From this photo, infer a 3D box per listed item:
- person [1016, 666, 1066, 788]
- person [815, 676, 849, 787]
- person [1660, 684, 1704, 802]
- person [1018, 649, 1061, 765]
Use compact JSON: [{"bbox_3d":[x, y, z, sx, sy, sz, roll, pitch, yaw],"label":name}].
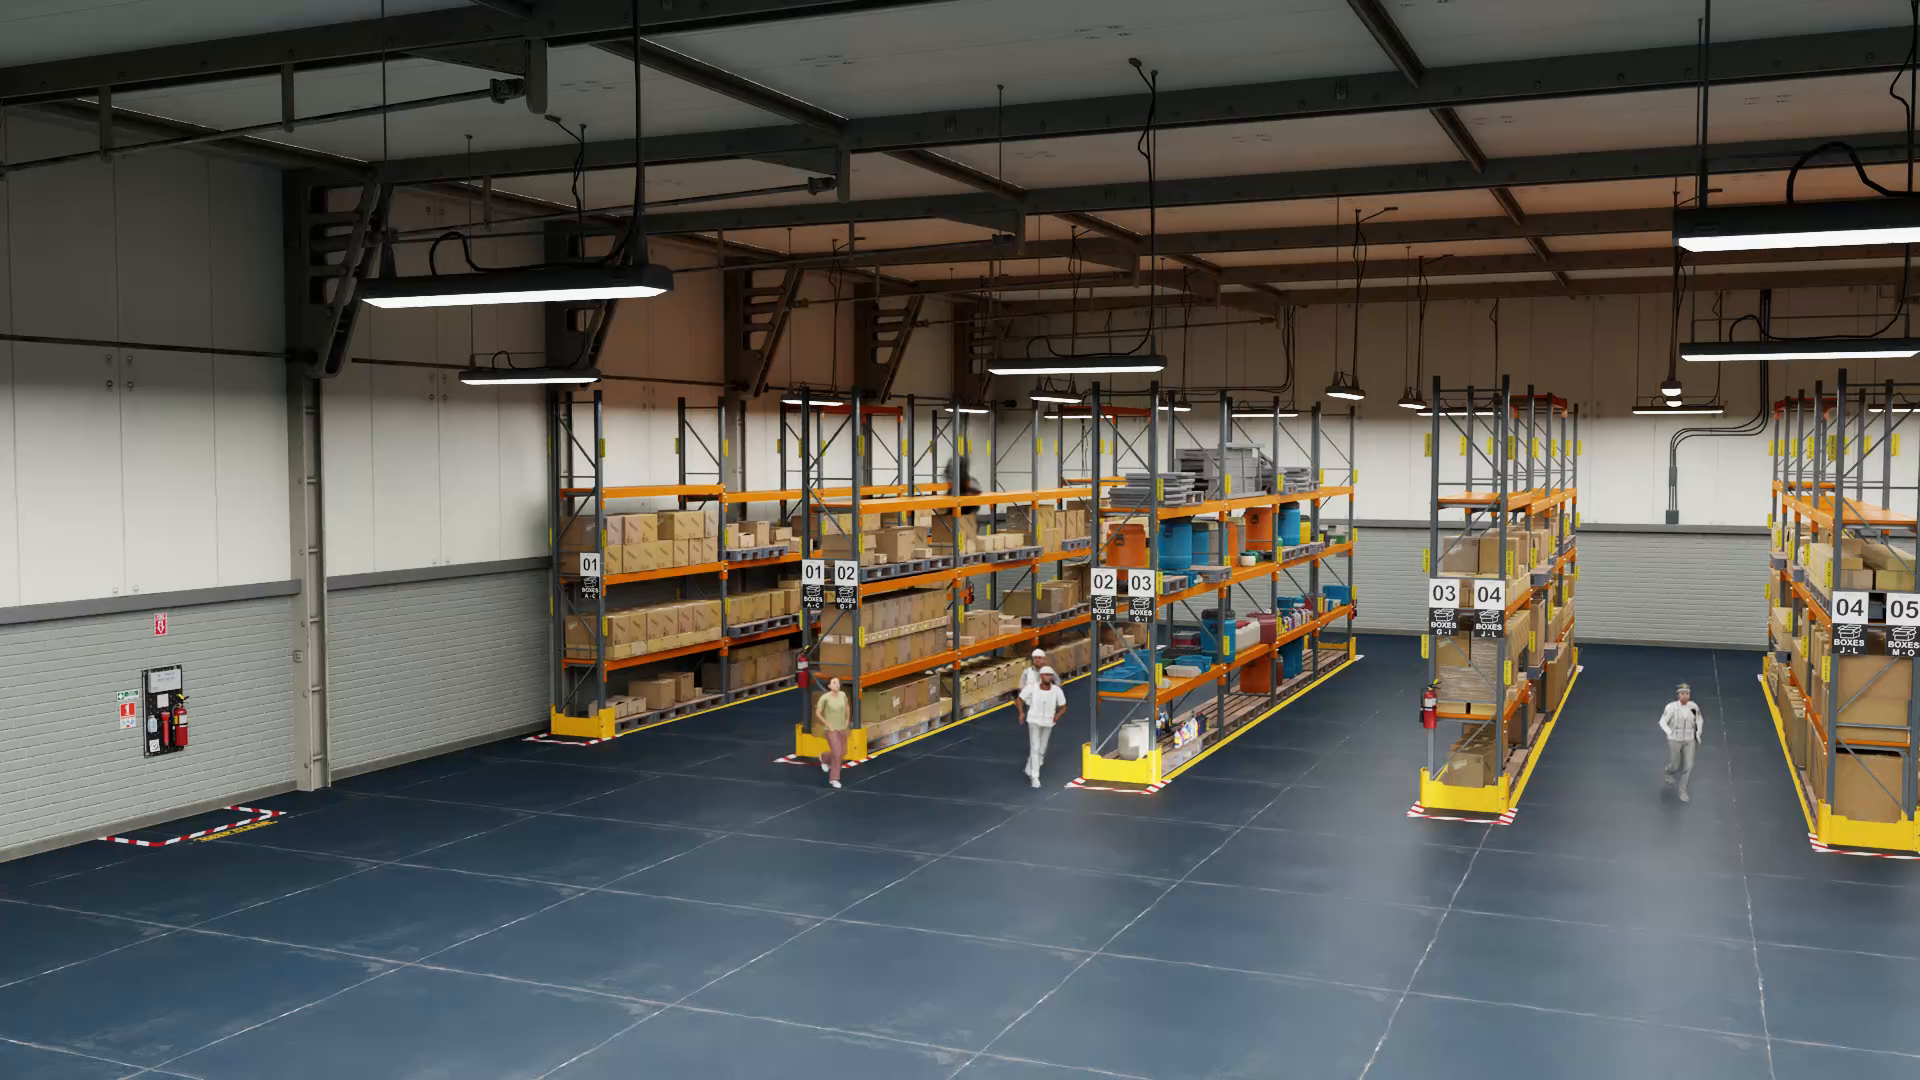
[{"bbox_3d":[1.230,2.760,24.904,0.732,1.757,0.823,-1,3,-11],"label":"person"},{"bbox_3d":[-1.916,2.826,24.784,0.590,1.657,0.630,-2,4,-35],"label":"person"},{"bbox_3d":[10.336,2.861,23.834,0.611,1.664,0.770,1,3,10],"label":"person"},{"bbox_3d":[1.252,2.625,26.528,0.657,1.776,0.950,1,3,12],"label":"person"}]
